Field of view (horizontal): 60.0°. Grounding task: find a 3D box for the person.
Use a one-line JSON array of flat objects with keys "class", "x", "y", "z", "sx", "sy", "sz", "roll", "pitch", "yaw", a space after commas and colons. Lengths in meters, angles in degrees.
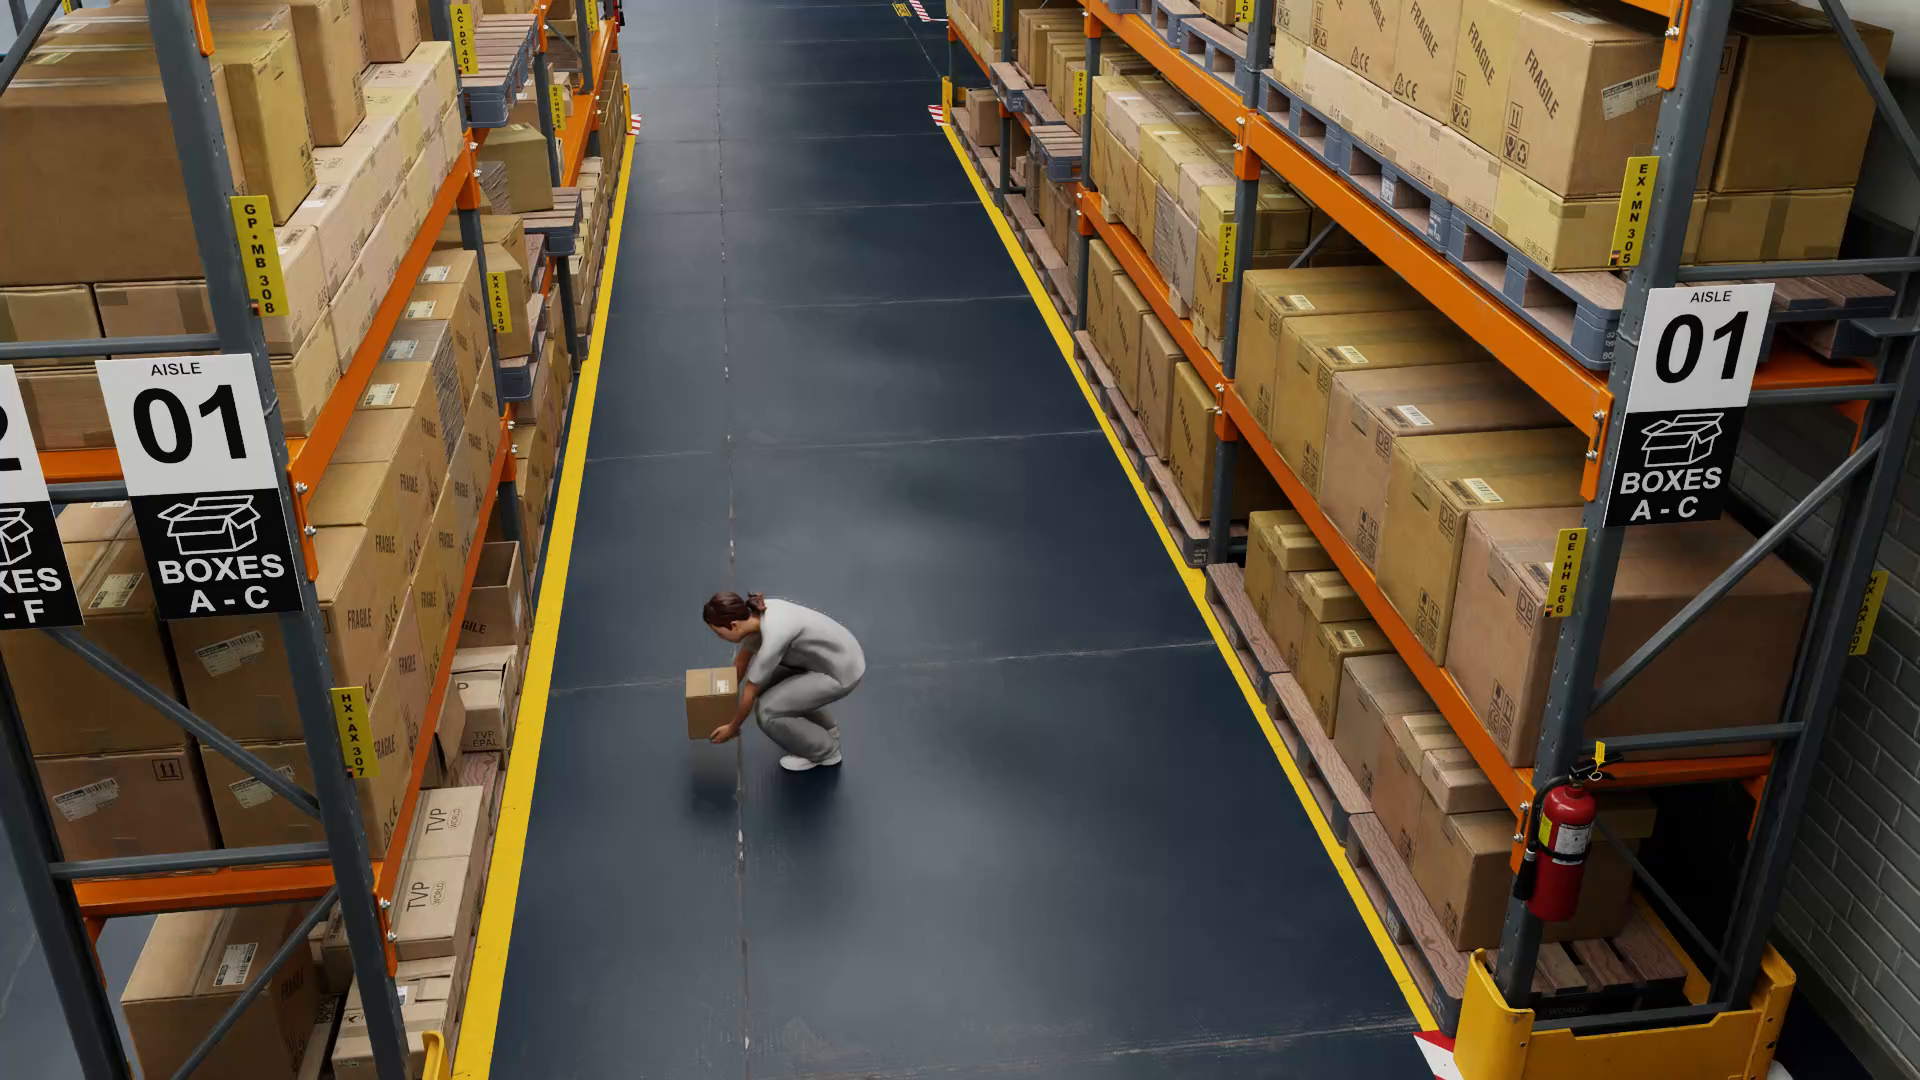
[{"class": "person", "x": -0.856, "y": 0.659, "z": 8.127, "sx": 0.790, "sy": 0.958, "sz": 0.484, "roll": -4, "pitch": 27, "yaw": -7}]
